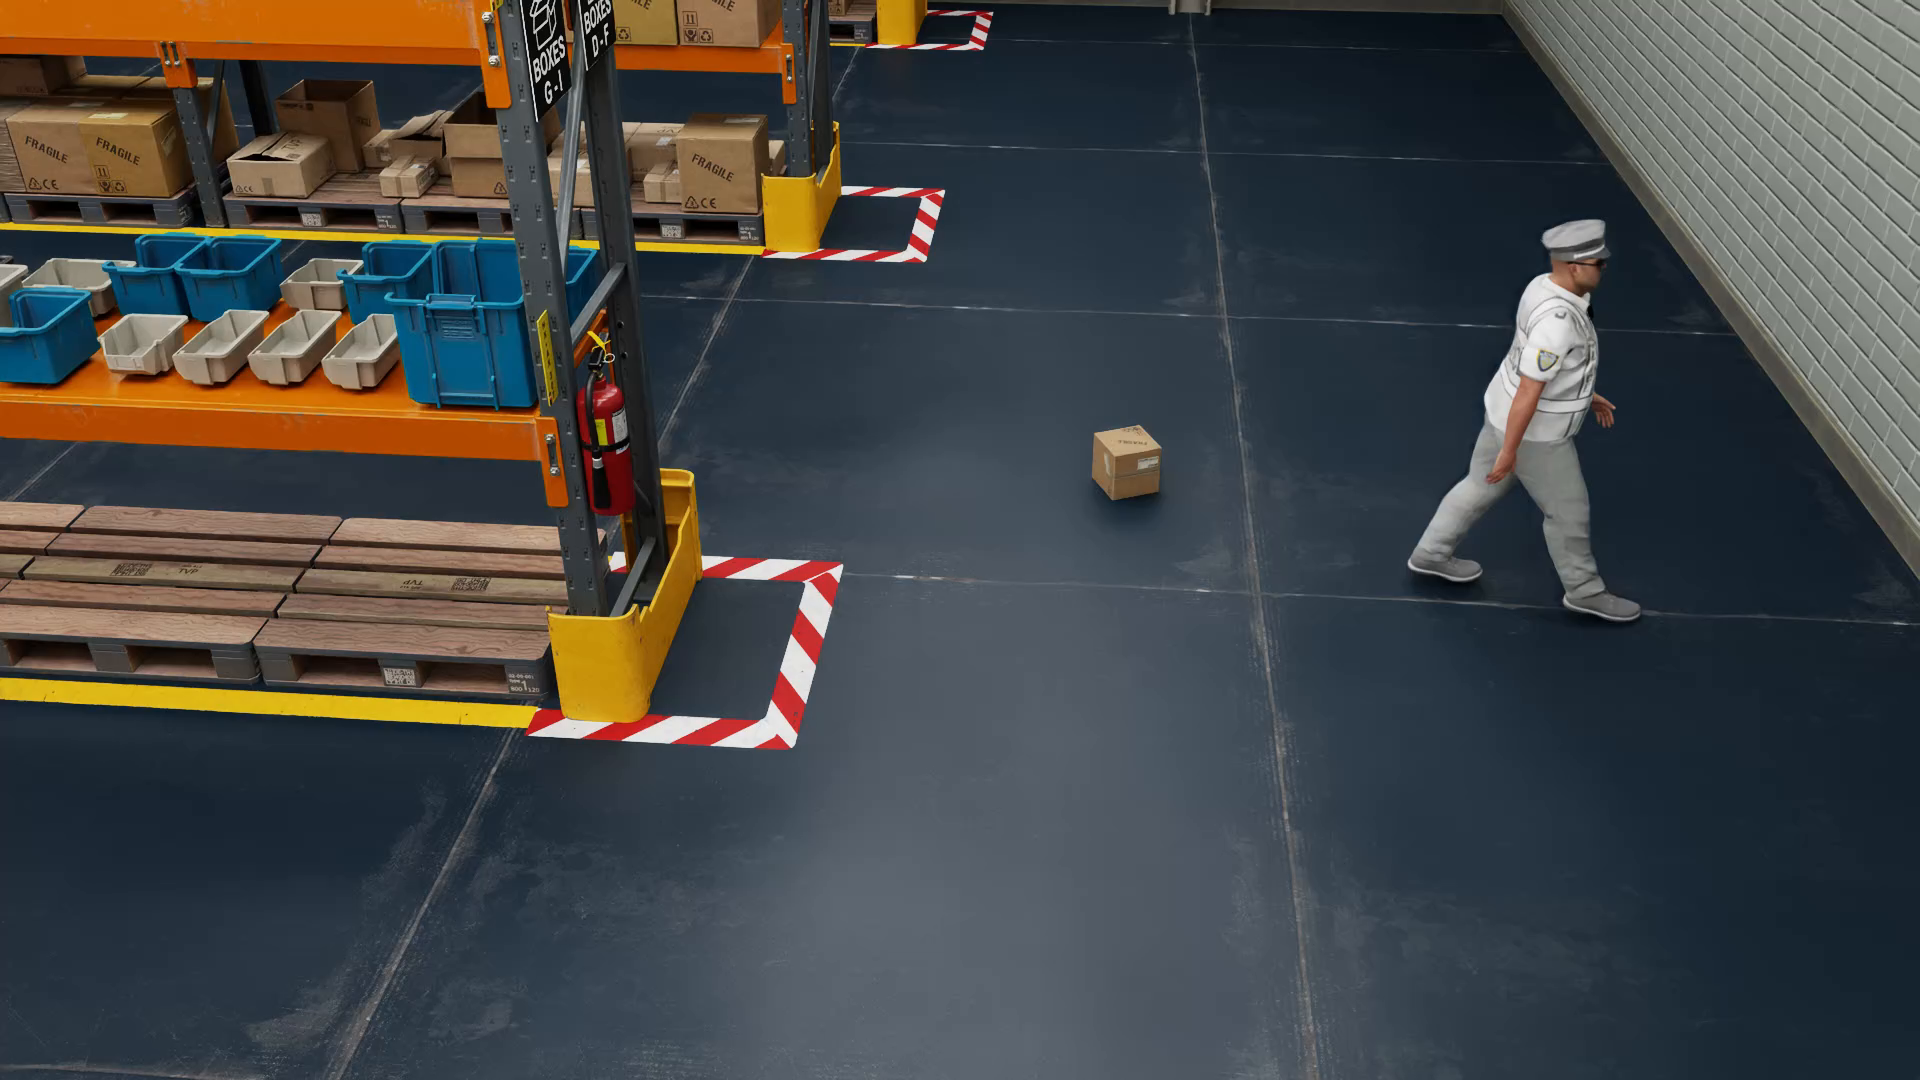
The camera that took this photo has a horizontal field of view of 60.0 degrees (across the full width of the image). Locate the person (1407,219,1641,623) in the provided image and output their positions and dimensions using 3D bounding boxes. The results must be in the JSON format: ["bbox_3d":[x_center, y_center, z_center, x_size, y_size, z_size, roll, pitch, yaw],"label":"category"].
[{"bbox_3d":[2.481,-0.501,6.902,0.963,1.726,0.570,4,32,6],"label":"person"}]
